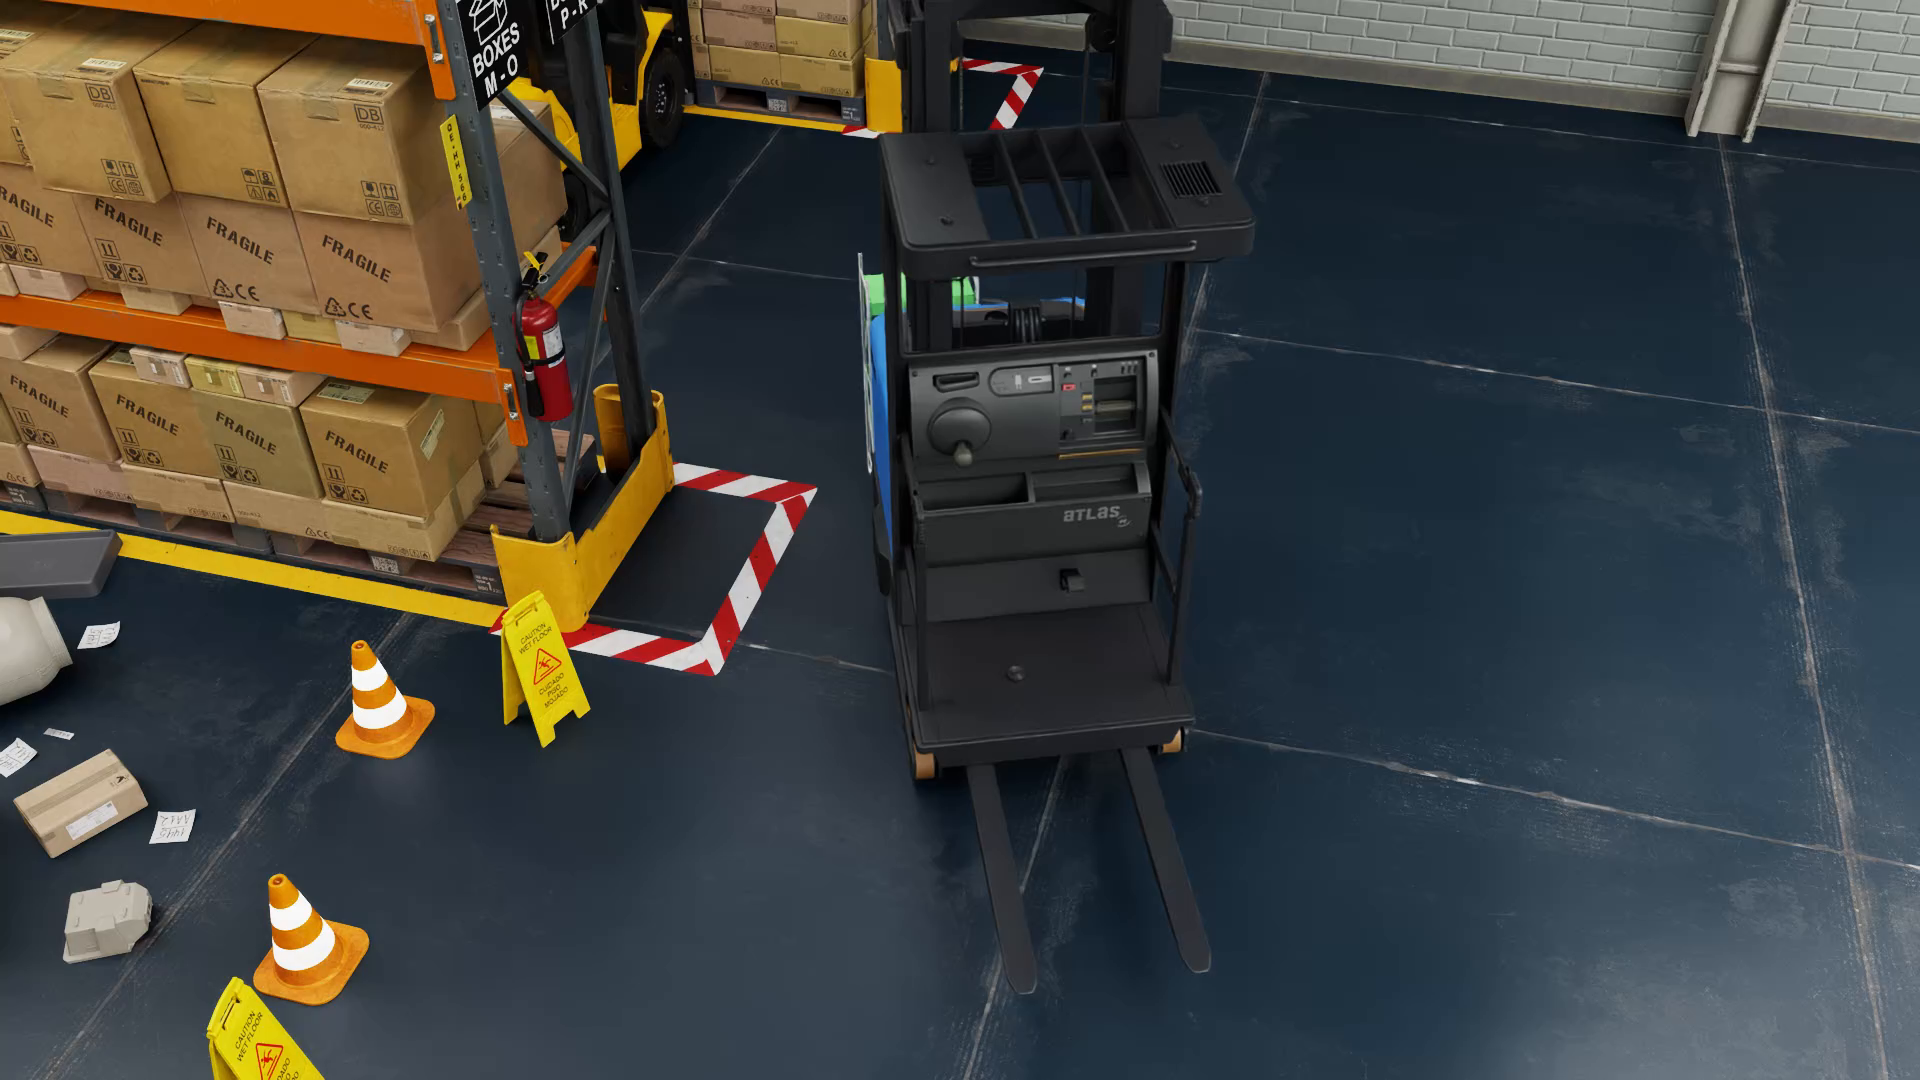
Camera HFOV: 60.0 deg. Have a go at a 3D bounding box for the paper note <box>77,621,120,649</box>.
[{"bbox_3d":[-3.757,0.413,7.258,0.148,0.019,0.142,-3,40,-4],"label":"paper note"}]

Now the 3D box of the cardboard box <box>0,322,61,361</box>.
[{"bbox_3d":[-4.119,-0.968,7.319,0.250,0.149,0.380,12,41,14],"label":"cardboard box"}]

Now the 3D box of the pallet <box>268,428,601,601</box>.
[{"bbox_3d":[-2.468,-0.213,7.864,1.213,0.211,1.003,10,41,11],"label":"pallet"}]

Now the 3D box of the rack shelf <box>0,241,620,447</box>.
[{"bbox_3d":[-3.551,-1.168,7.392,4.000,0.370,1.077,10,41,11],"label":"rack shelf"}]

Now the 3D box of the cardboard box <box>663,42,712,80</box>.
[{"bbox_3d":[-1.833,-3.362,11.257,0.500,0.250,0.500,10,41,12],"label":"cardboard box"}]

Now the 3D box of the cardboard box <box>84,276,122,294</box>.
[{"bbox_3d":[-3.507,-1.210,7.078,0.250,0.149,0.380,10,41,11],"label":"cardboard box"}]

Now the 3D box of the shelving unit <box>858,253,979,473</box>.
[{"bbox_3d":[-0.187,-0.778,7.768,0.503,1.200,0.258,-7,41,-8],"label":"shelving unit"}]

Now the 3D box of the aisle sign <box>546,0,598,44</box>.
[{"bbox_3d":[-1.478,-2.289,6.146,0.004,0.787,0.394,10,41,11],"label":"aisle sign"}]

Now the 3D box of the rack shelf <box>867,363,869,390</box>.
[{"bbox_3d":[-0.187,-0.729,7.809,0.480,0.148,0.258,-7,41,-8],"label":"rack shelf"}]

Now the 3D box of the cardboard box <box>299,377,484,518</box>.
[{"bbox_3d":[-2.460,-0.477,7.239,0.500,0.500,0.500,10,41,12],"label":"cardboard box"}]

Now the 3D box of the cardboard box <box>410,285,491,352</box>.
[{"bbox_3d":[-2.035,-0.944,6.761,0.250,0.149,0.380,11,41,13],"label":"cardboard box"}]

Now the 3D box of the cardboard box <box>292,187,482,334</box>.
[{"bbox_3d":[-2.214,-1.182,6.541,0.500,0.500,0.500,9,41,11],"label":"cardboard box"}]

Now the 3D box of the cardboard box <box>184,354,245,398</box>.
[{"bbox_3d":[-3.074,-0.789,7.105,0.250,0.149,0.380,10,41,12],"label":"cardboard box"}]

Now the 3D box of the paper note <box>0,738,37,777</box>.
[{"bbox_3d":[-3.828,0.876,6.717,0.142,0.019,0.148,24,46,26],"label":"paper note"}]

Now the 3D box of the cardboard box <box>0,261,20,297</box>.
[{"bbox_3d":[-4.028,-1.209,7.078,0.250,0.149,0.380,10,41,12],"label":"cardboard box"}]

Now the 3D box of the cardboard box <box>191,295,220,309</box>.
[{"bbox_3d":[-3.018,-1.127,6.979,0.250,0.149,0.380,10,41,12],"label":"cardboard box"}]

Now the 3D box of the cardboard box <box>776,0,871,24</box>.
[{"bbox_3d":[-0.864,-3.569,10.726,0.500,0.250,0.500,11,41,13],"label":"cardboard box"}]

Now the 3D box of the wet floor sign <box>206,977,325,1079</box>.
[{"bbox_3d":[-2.261,1.657,5.299,0.232,0.644,0.267,3,40,4],"label":"wet floor sign"}]

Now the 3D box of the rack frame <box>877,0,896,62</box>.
[{"bbox_3d":[-0.339,-4.195,10.437,0.127,3.000,1.000,10,41,11],"label":"rack frame"}]

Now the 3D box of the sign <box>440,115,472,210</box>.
[{"bbox_3d":[-1.781,-1.334,5.884,0.005,0.325,0.100,10,41,11],"label":"sign"}]

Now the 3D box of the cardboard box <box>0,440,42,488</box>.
[{"bbox_3d":[-4.464,-0.536,7.892,0.500,0.250,0.500,12,41,14],"label":"cardboard box"}]

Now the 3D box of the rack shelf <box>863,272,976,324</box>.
[{"bbox_3d":[-0.187,-1.097,7.501,0.480,0.148,0.258,-7,41,-8],"label":"rack shelf"}]

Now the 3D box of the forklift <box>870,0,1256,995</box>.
[{"bbox_3d":[0.308,-0.414,5.989,1.130,2.935,3.031,-5,40,-6],"label":"forklift"}]

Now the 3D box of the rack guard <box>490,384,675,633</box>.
[{"bbox_3d":[-1.692,-0.166,7.584,0.348,0.500,1.175,10,41,11],"label":"rack guard"}]

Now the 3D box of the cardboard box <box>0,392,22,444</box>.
[{"bbox_3d":[-4.462,-0.823,7.651,0.500,0.500,0.500,11,41,13],"label":"cardboard box"}]

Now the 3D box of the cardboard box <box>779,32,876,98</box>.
[{"bbox_3d":[-0.875,-3.185,11.046,0.500,0.250,0.500,10,41,12],"label":"cardboard box"}]

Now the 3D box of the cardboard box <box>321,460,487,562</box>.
[{"bbox_3d":[-2.492,-0.190,7.480,0.500,0.250,0.500,10,41,11],"label":"cardboard box"}]

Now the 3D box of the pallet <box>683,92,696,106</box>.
[{"bbox_3d":[-2.263,-3.433,11.698,1.213,0.211,1.003,10,41,11],"label":"pallet"}]

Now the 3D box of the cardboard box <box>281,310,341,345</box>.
[{"bbox_3d":[-2.551,-0.973,6.796,0.250,0.149,0.380,9,41,11],"label":"cardboard box"}]

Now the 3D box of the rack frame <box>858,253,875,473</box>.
[{"bbox_3d":[-0.427,-0.749,7.734,0.015,1.200,0.240,-7,41,-8],"label":"rack frame"}]

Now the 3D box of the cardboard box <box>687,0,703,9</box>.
[{"bbox_3d":[-1.849,-3.728,10.915,0.500,0.250,0.500,10,41,12],"label":"cardboard box"}]

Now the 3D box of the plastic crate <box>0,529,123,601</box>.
[{"bbox_3d":[-4.178,0.113,7.578,0.583,0.080,0.402,-3,40,-4],"label":"plastic crate"}]

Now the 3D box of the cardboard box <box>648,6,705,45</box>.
[{"bbox_3d":[-1.876,-3.544,11.085,0.500,0.250,0.500,9,41,10],"label":"cardboard box"}]

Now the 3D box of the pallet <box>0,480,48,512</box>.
[{"bbox_3d":[-4.825,-0.618,8.347,1.213,0.211,1.003,10,41,11],"label":"pallet"}]

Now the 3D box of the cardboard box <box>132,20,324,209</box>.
[{"bbox_3d":[-2.655,-1.684,6.361,0.500,0.500,0.700,10,41,12],"label":"cardboard box"}]

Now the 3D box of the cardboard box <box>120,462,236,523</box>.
[{"bbox_3d":[-3.474,-0.361,7.683,0.500,0.250,0.500,8,41,10],"label":"cardboard box"}]

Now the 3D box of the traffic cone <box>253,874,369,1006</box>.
[{"bbox_3d":[-2.326,1.337,5.823,0.334,0.463,0.336,10,41,11],"label":"traffic cone"}]

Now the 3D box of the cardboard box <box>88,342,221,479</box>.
[{"bbox_3d":[-3.451,-0.650,7.444,0.500,0.500,0.500,9,41,10],"label":"cardboard box"}]

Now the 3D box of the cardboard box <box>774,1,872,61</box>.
[{"bbox_3d":[-0.890,-3.381,10.891,0.500,0.250,0.500,9,41,11],"label":"cardboard box"}]

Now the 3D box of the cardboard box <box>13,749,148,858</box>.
[{"bbox_3d":[-3.406,1.018,6.447,0.250,0.149,0.380,33,50,33],"label":"cardboard box"}]

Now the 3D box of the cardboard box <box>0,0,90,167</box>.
[{"bbox_3d":[-3.621,-1.874,6.587,0.500,0.500,0.700,10,41,11],"label":"cardboard box"}]

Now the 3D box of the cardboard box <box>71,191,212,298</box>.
[{"bbox_3d":[-3.179,-1.354,6.745,0.500,0.500,0.500,10,41,11],"label":"cardboard box"}]
